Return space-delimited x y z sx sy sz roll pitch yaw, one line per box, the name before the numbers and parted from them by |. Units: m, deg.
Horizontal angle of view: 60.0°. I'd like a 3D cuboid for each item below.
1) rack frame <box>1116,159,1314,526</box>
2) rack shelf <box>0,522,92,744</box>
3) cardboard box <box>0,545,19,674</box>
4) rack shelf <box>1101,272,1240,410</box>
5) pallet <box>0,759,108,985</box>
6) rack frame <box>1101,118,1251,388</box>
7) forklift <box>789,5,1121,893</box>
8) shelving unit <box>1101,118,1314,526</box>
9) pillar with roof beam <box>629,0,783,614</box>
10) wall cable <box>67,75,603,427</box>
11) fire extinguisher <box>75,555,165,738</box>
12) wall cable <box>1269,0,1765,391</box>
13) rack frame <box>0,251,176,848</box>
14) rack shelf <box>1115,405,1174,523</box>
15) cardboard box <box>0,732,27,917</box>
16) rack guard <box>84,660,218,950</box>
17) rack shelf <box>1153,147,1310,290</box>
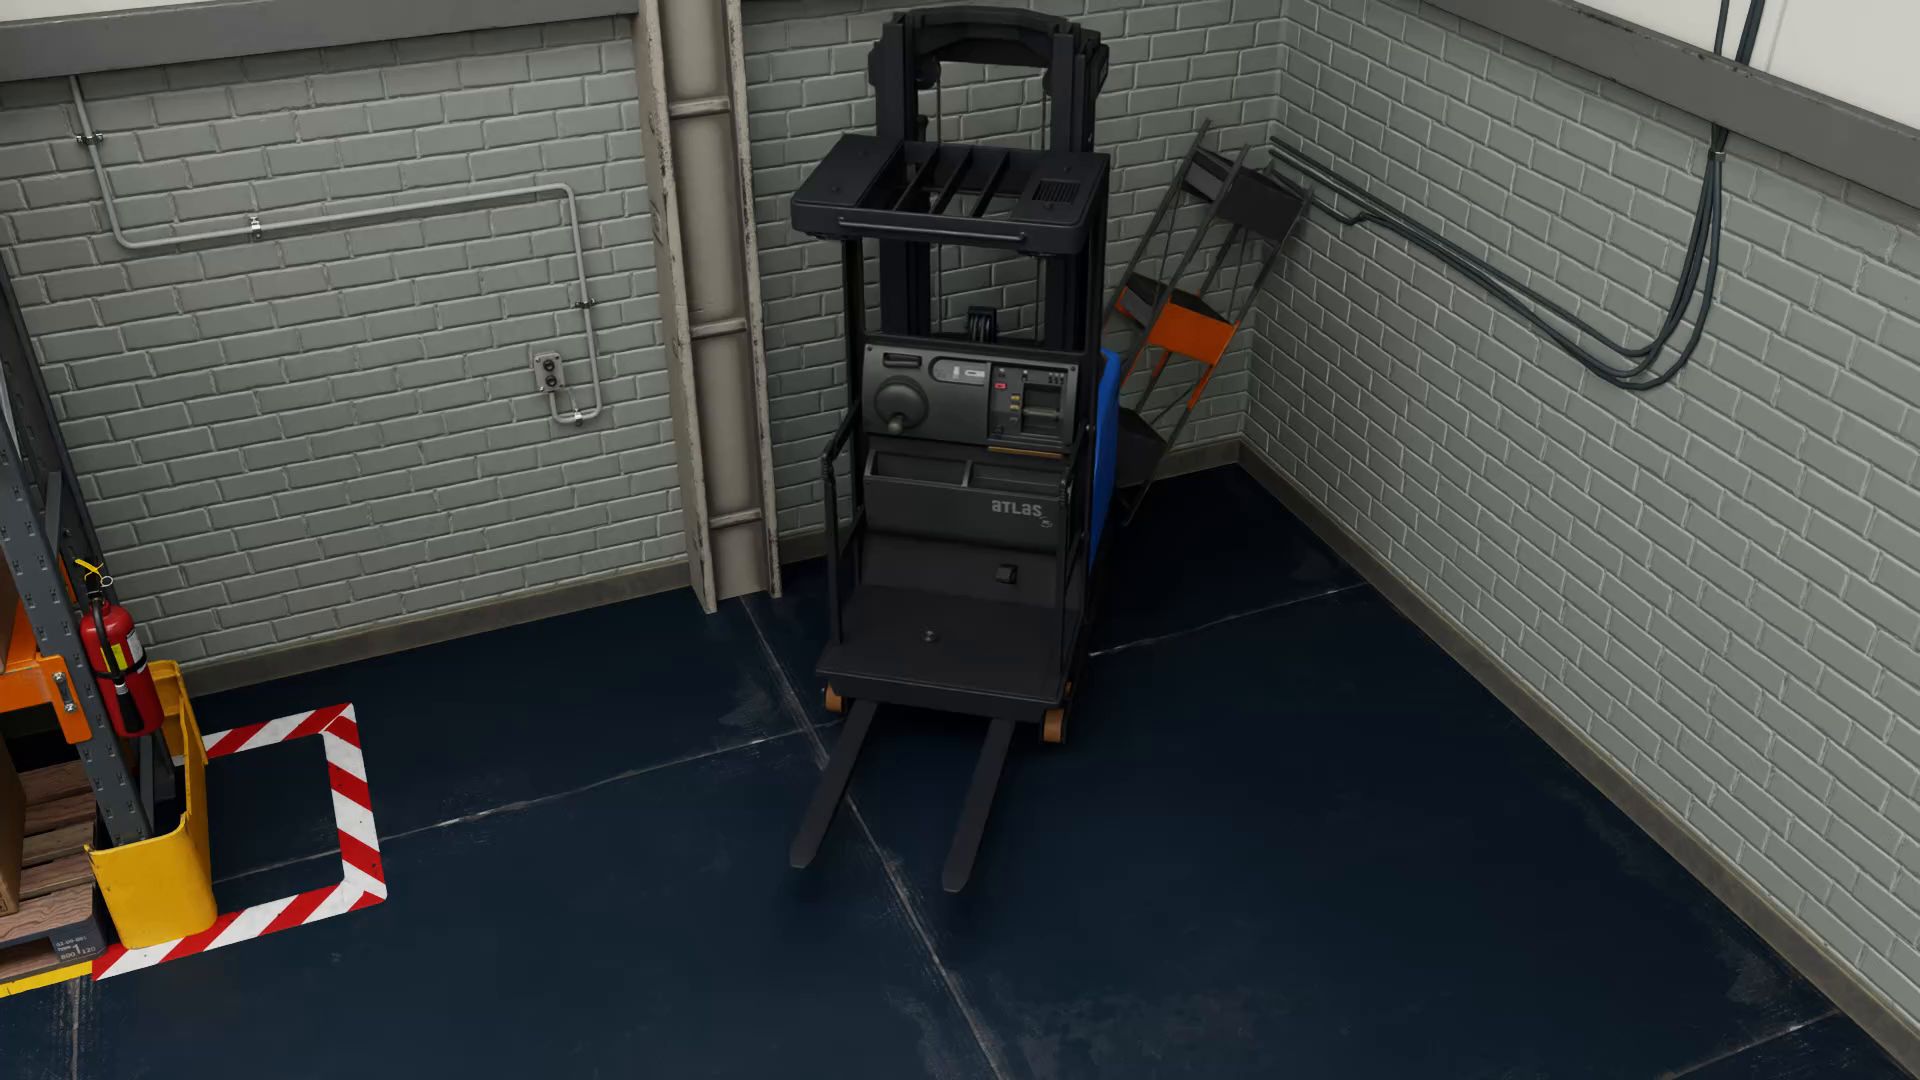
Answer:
rack frame | 1.239 -1.007 8.676 0.015 2.100 0.400 14 24 -34
rack shelf | -5.125 0.717 5.557 4.000 0.370 1.077 -13 35 -19
cardboard box | -3.747 -0.020 5.755 0.700 0.700 0.980 -11 35 -17
rack shelf | 1.036 -1.043 8.546 0.480 0.518 0.431 14 24 -34
pallet | -3.988 1.370 6.451 1.213 0.211 1.003 -13 35 -19
rack frame | 0.844 -1.102 8.406 0.015 2.100 0.400 14 24 -34
forklift | -0.005 -0.553 6.913 1.130 2.935 3.031 7 34 10
shelving unit | 1.042 -1.054 8.541 0.503 2.100 0.431 14 24 -34
pillar with roof beam | 0.541 -1.362 2.592 0.400 9.000 9.100 -13 35 -19
wall cable | -2.466 -1.179 6.880 1.851 1.984 0.084 -13 35 -19
fire extinguisher | -2.963 0.382 5.825 0.183 0.674 0.296 -13 35 -19
wall cable | 2.073 -2.234 6.780 0.112 2.526 3.097 -13 35 -19
rack frame | -3.281 -0.007 6.010 0.127 3.000 1.000 -13 35 -19
rack shelf | 0.732 -0.459 8.786 0.480 0.518 0.431 14 24 -34
cardboard box | -3.887 1.063 6.273 0.500 0.500 0.700 -13 35 -19
rack guard | -3.258 1.036 6.700 0.348 0.500 1.175 -13 35 -19
rack shelf | 1.339 -1.626 8.306 0.480 0.518 0.431 14 24 -34
